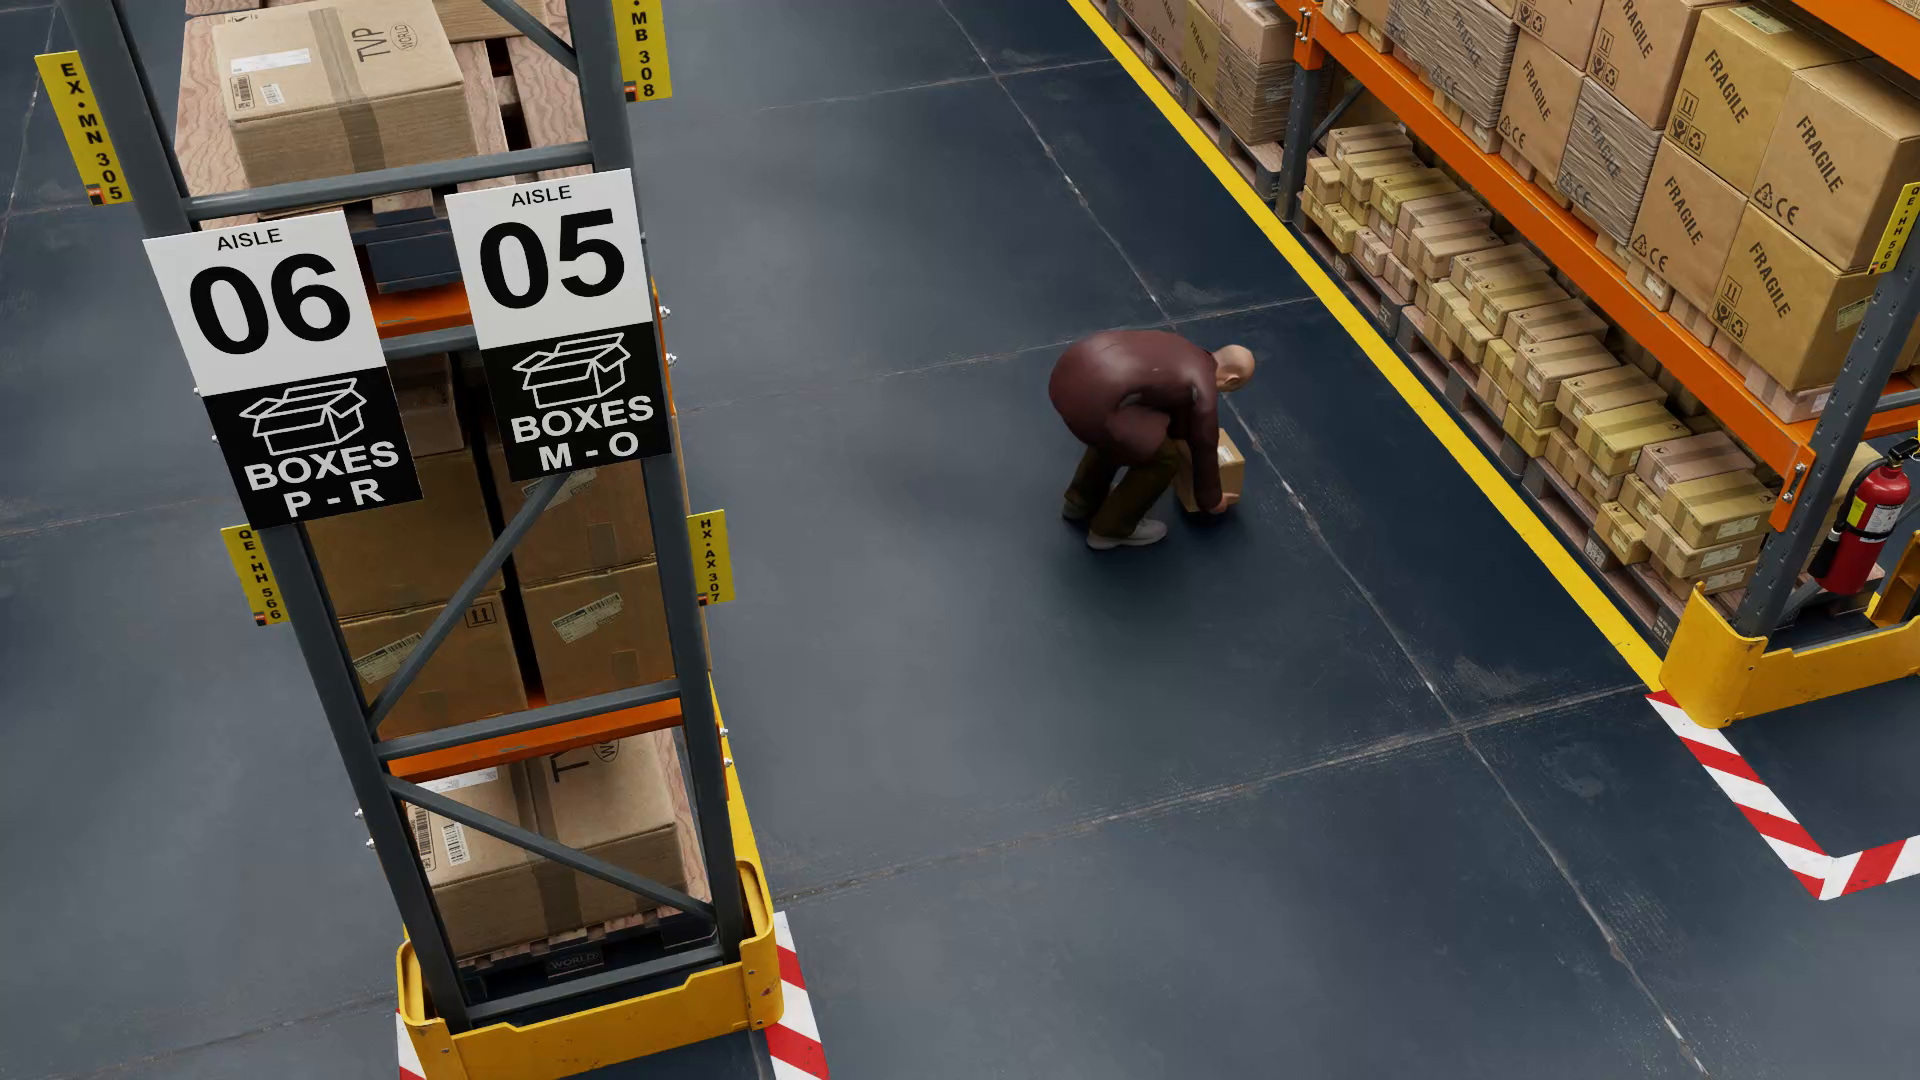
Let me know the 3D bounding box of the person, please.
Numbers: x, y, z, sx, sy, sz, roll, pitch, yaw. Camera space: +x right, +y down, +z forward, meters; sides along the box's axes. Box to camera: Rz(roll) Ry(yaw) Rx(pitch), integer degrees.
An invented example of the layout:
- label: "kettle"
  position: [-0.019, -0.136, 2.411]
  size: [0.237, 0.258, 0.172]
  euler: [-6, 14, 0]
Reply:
- label: "person"
  position: [0.833, -0.487, 7.281]
  size: [0.944, 1.025, 0.585]
  euler: [-14, 43, -15]
